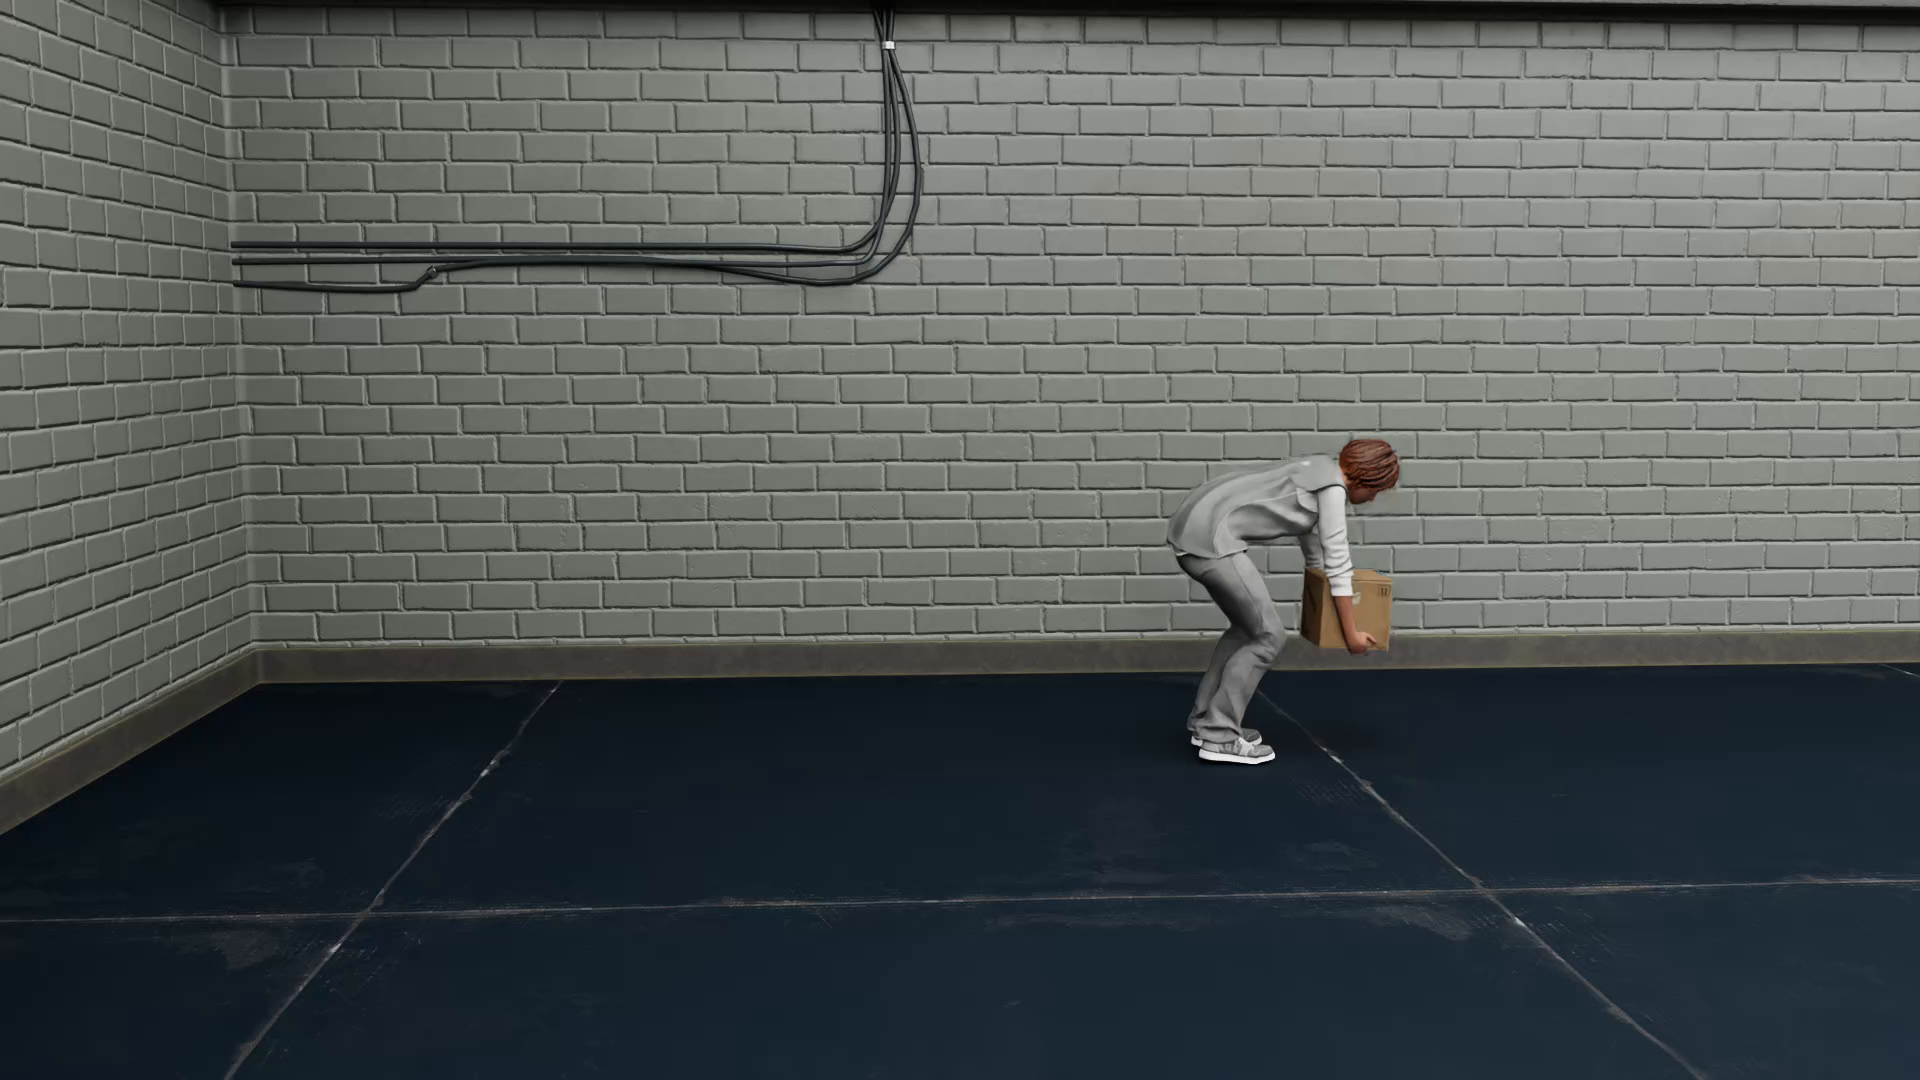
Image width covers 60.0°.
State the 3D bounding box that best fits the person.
[{"bbox_3d":[0.950,0.294,5.949,0.366,0.835,0.398,-1,7,-6],"label":"person"}]
